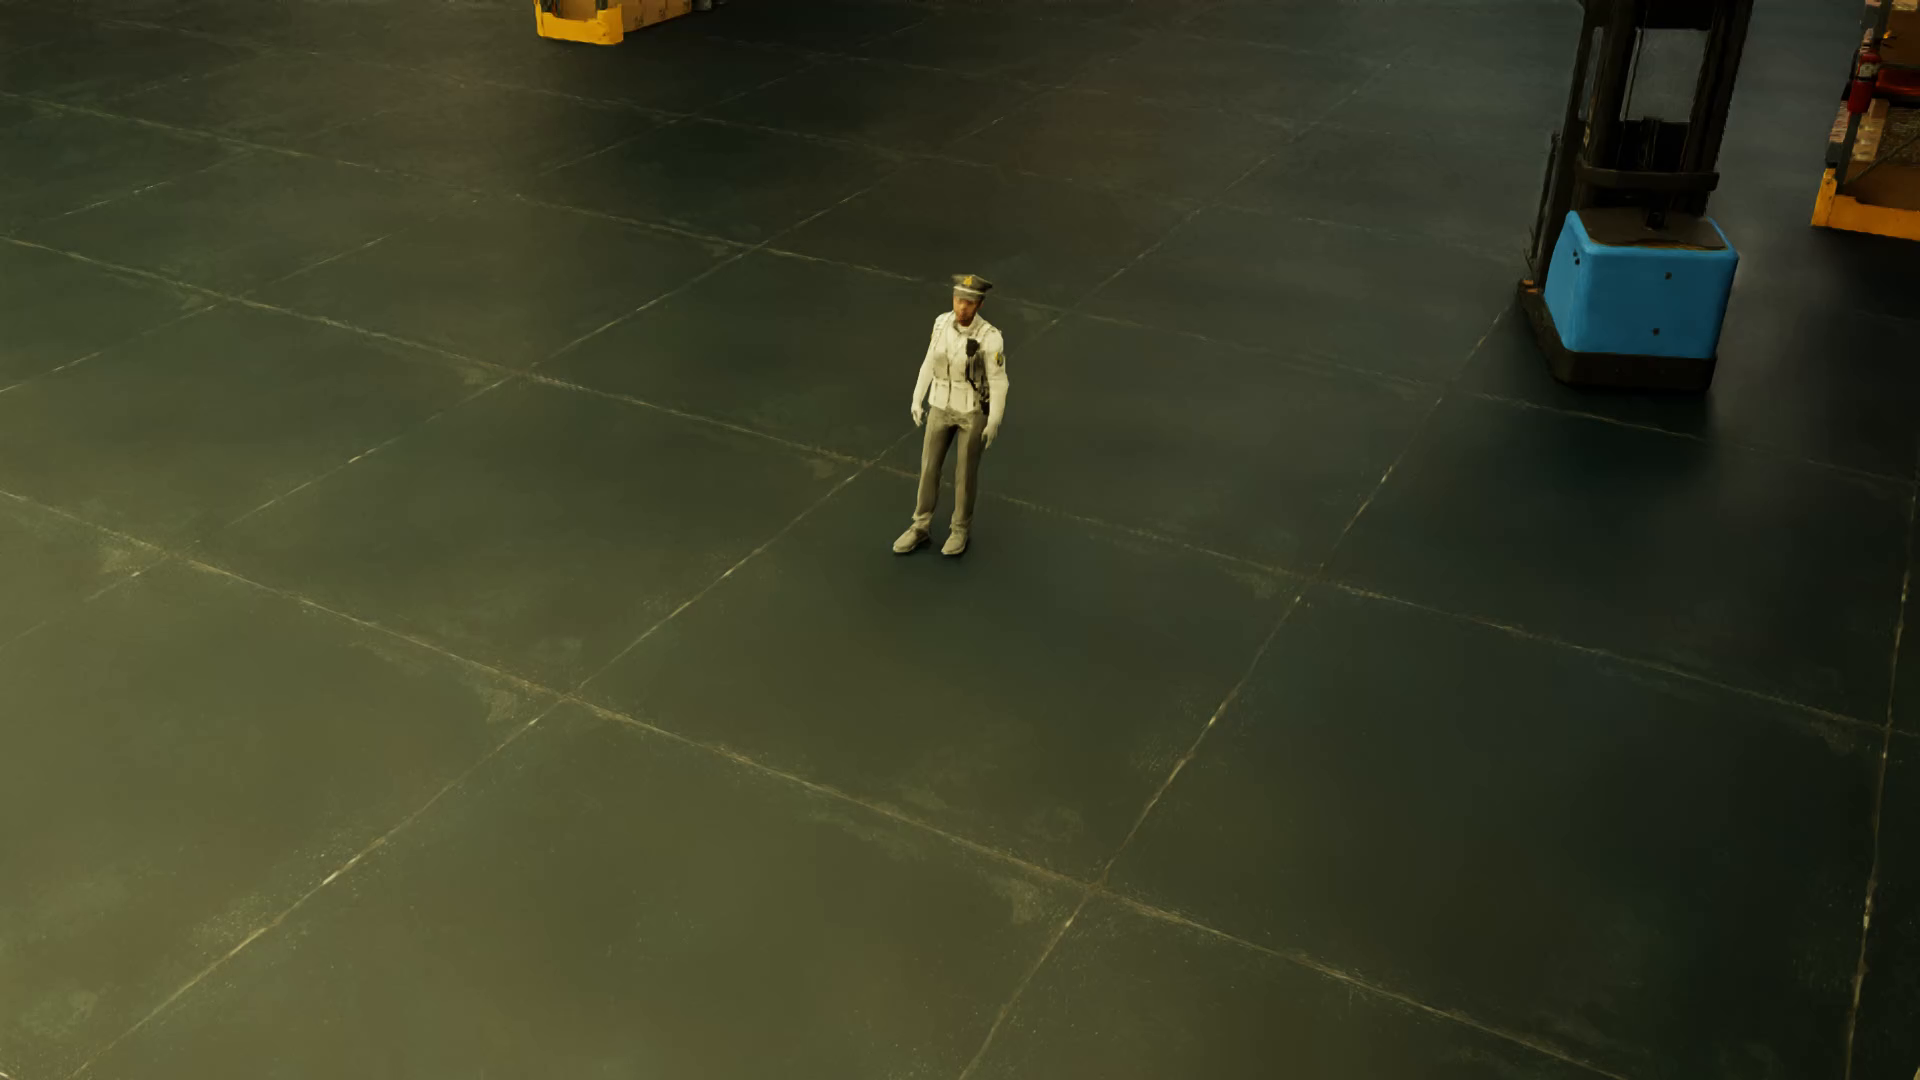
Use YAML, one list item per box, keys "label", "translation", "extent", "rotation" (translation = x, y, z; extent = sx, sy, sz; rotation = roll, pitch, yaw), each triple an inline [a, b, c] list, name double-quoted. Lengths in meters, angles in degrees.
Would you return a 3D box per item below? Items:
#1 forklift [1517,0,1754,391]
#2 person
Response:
- label: "forklift"
  translation: [4.995, -3.035, 12.329]
  extent: [1.130, 2.935, 3.031]
  rotation: [4, 30, 8]
- label: "person"
  translation: [-0.039, -0.713, 9.527]
  extent: [0.586, 1.695, 0.532]
  rotation: [15, 33, 25]
